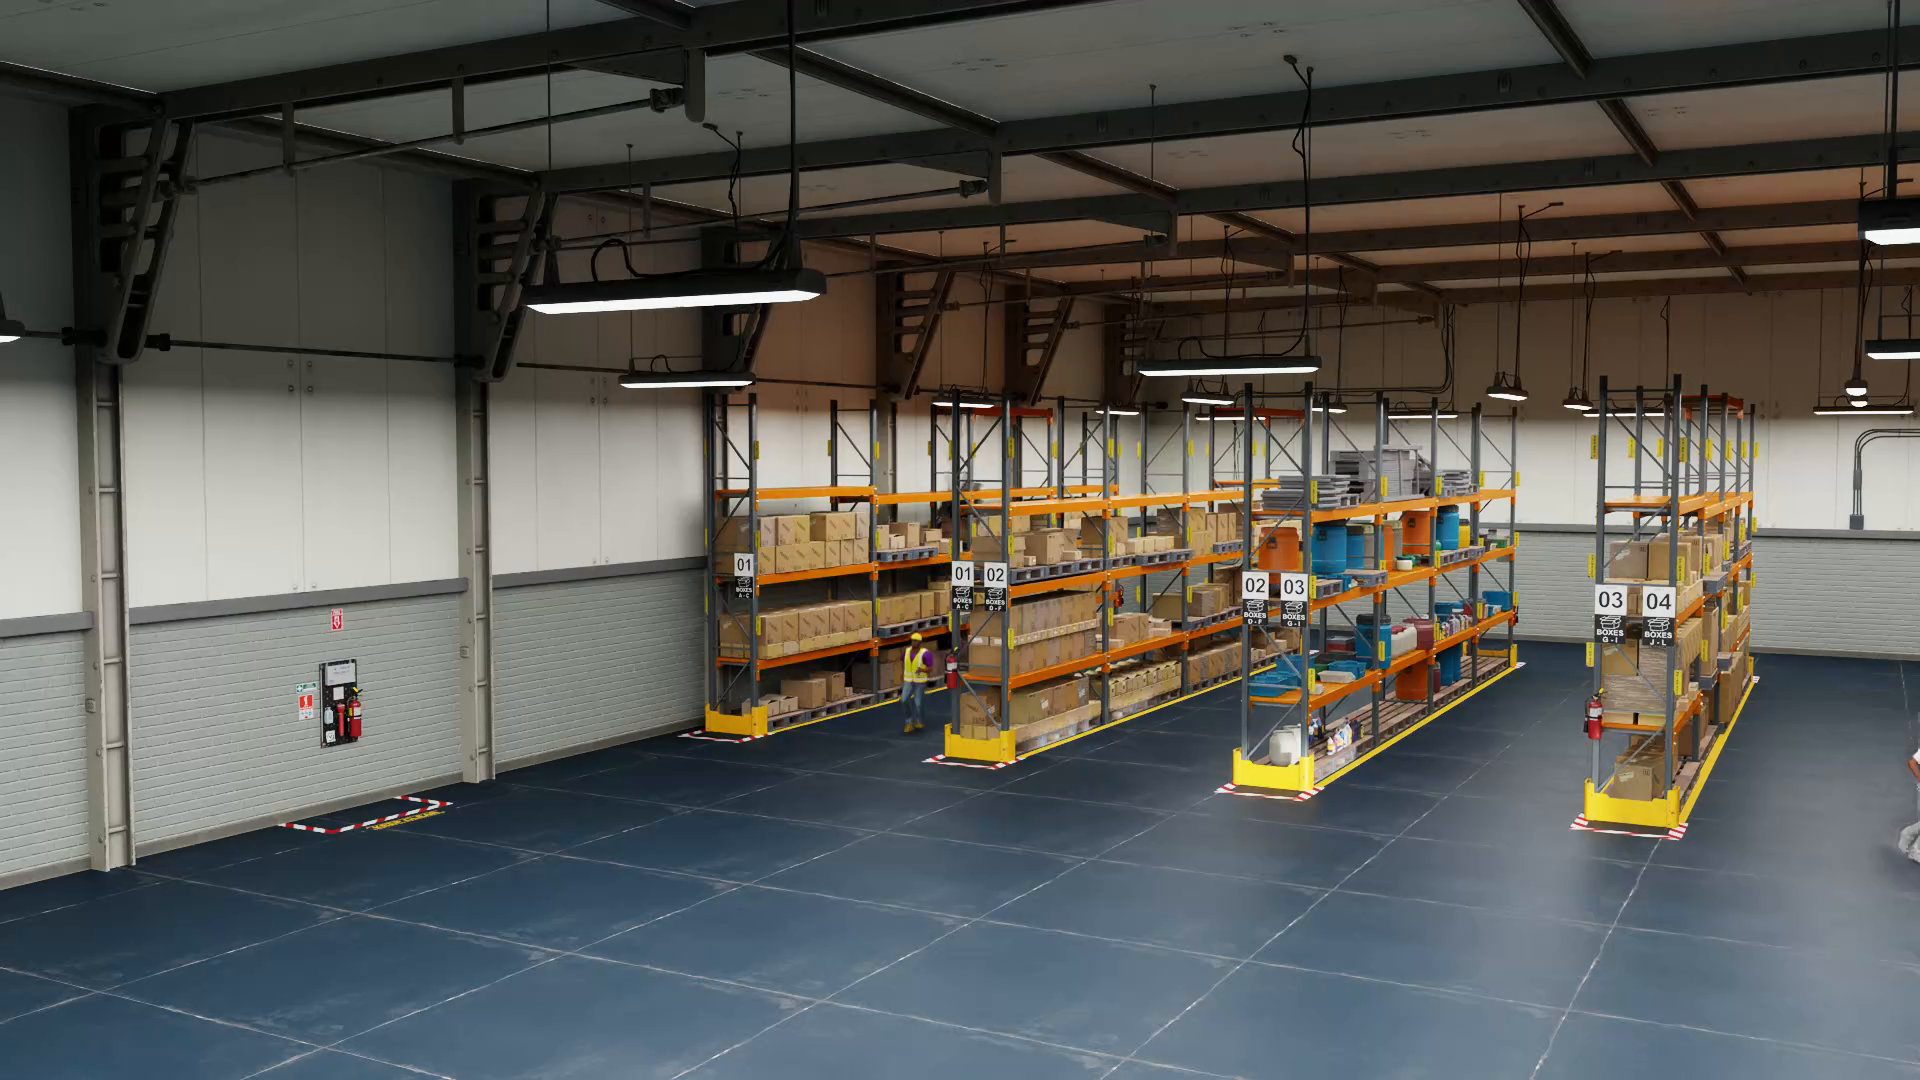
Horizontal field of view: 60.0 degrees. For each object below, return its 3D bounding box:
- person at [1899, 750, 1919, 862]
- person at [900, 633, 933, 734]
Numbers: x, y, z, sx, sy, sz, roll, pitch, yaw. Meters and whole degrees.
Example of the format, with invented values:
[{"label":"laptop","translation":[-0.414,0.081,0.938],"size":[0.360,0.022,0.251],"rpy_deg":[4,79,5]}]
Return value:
[{"label":"person","translation":[11.902,3.071,20.201],"size":[0.739,1.670,0.586],"rpy_deg":[0,3,-7]},{"label":"person","translation":[-0.800,2.539,29.458],"size":[0.671,1.795,0.731],"rpy_deg":[1,3,17]}]
